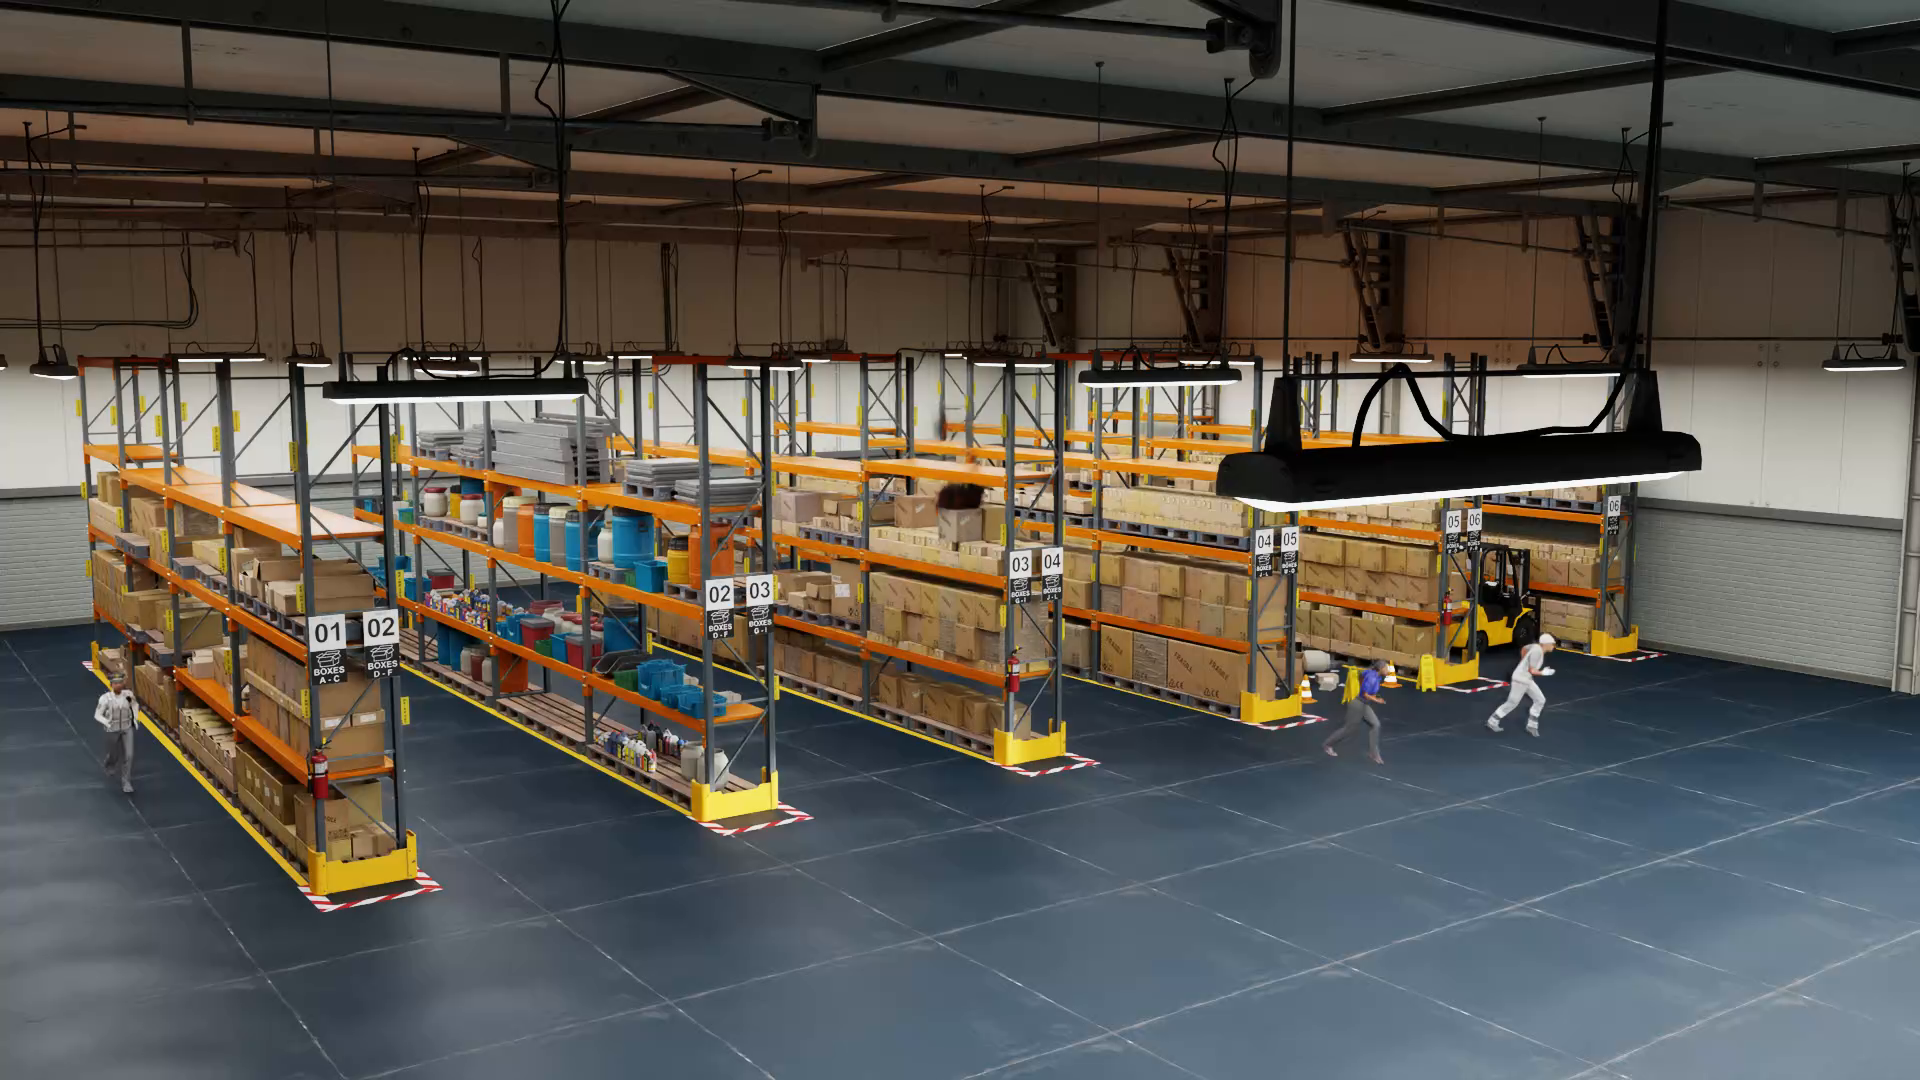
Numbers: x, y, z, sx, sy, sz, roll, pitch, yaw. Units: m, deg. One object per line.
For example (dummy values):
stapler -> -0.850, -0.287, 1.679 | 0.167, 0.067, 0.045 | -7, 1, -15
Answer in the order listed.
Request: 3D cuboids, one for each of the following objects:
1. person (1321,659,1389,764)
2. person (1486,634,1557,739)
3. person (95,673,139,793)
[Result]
person -> 5.926, 2.562, 24.953 | 0.964, 1.616, 0.618 | 2, 7, 17
person -> 8.947, 2.321, 26.489 | 1.021, 1.719, 0.707 | 3, 8, 23
person -> -11.870, 2.669, 23.450 | 0.605, 1.672, 0.841 | -6, 9, -40
